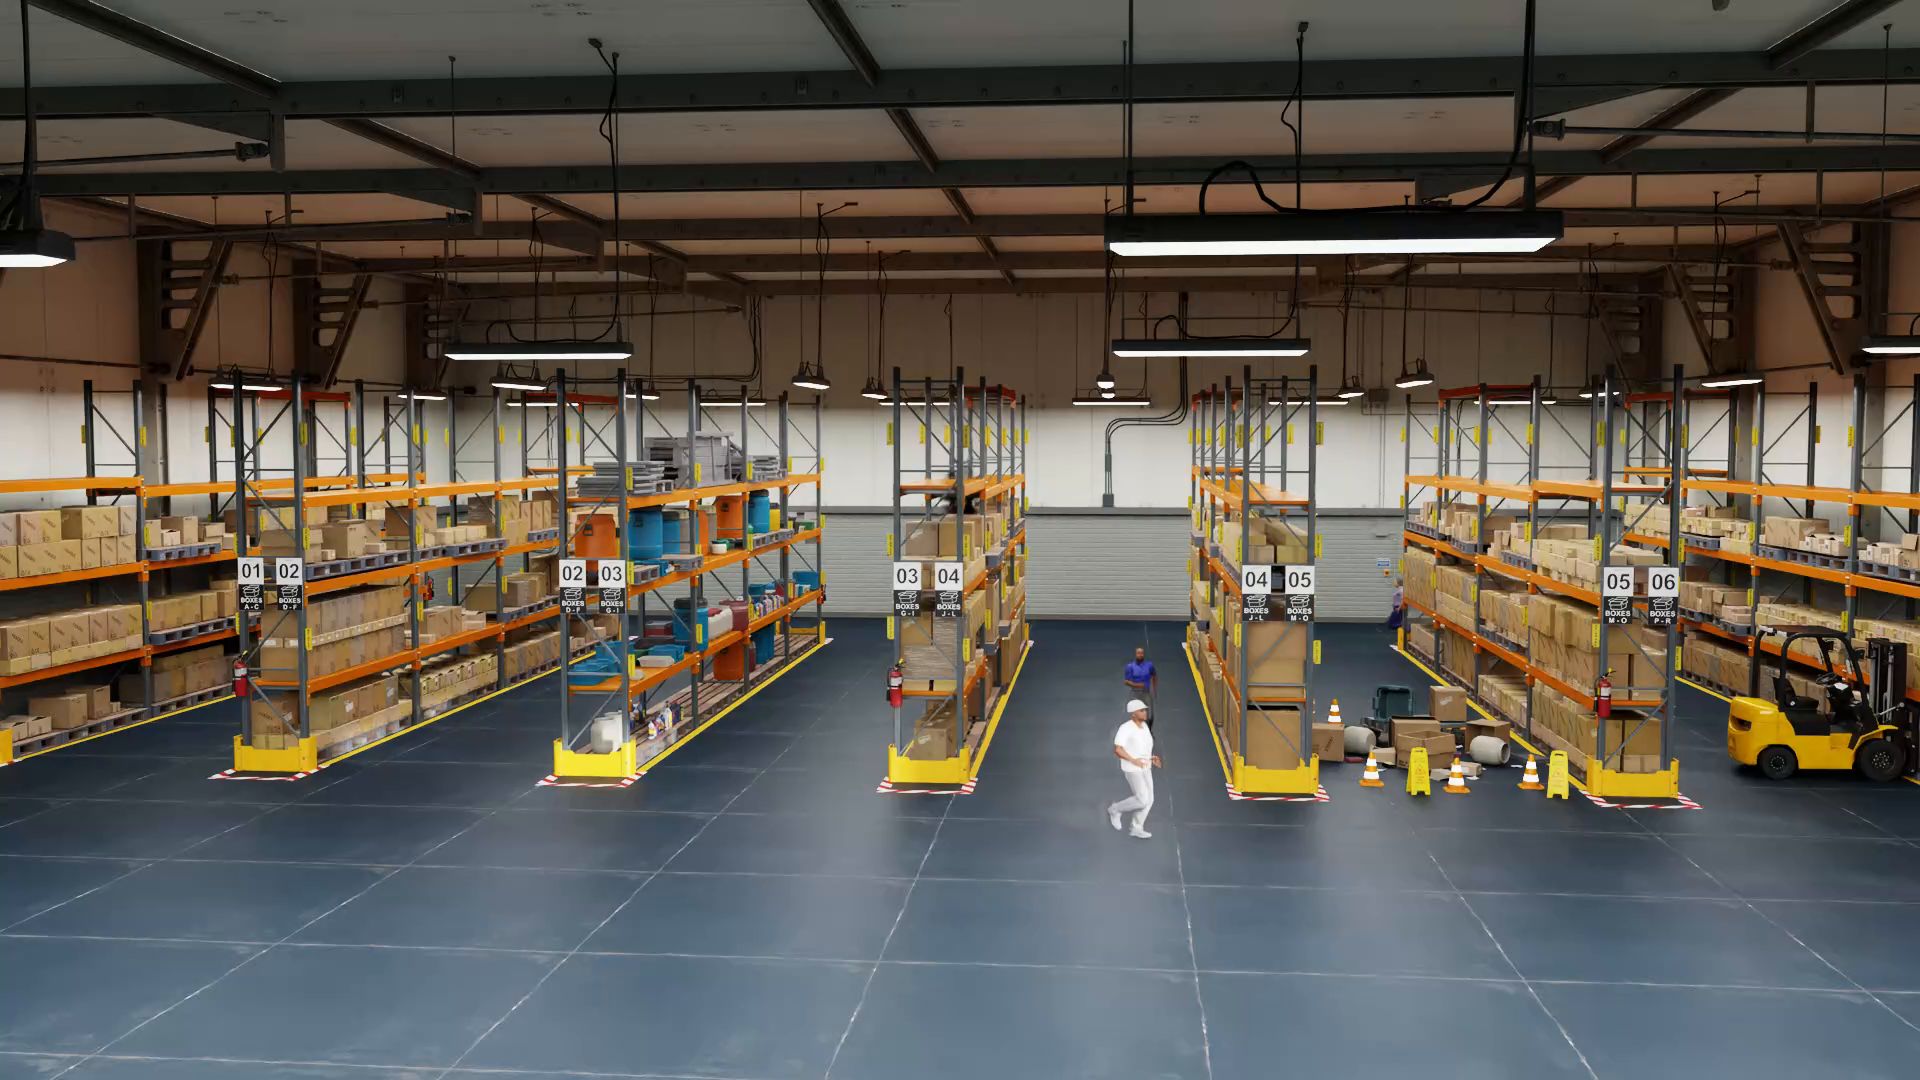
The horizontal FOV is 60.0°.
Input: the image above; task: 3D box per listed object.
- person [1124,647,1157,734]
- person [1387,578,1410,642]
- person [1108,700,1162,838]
[{"bbox_3d":[2.915,2.529,26.625,0.569,1.616,0.655,0,4,-4],"label":"person"},{"bbox_3d":[10.646,1.708,40.401,0.495,1.585,0.701,1,4,22],"label":"person"},{"bbox_3d":[2.172,2.848,20.794,0.597,1.722,0.689,2,4,34],"label":"person"}]
